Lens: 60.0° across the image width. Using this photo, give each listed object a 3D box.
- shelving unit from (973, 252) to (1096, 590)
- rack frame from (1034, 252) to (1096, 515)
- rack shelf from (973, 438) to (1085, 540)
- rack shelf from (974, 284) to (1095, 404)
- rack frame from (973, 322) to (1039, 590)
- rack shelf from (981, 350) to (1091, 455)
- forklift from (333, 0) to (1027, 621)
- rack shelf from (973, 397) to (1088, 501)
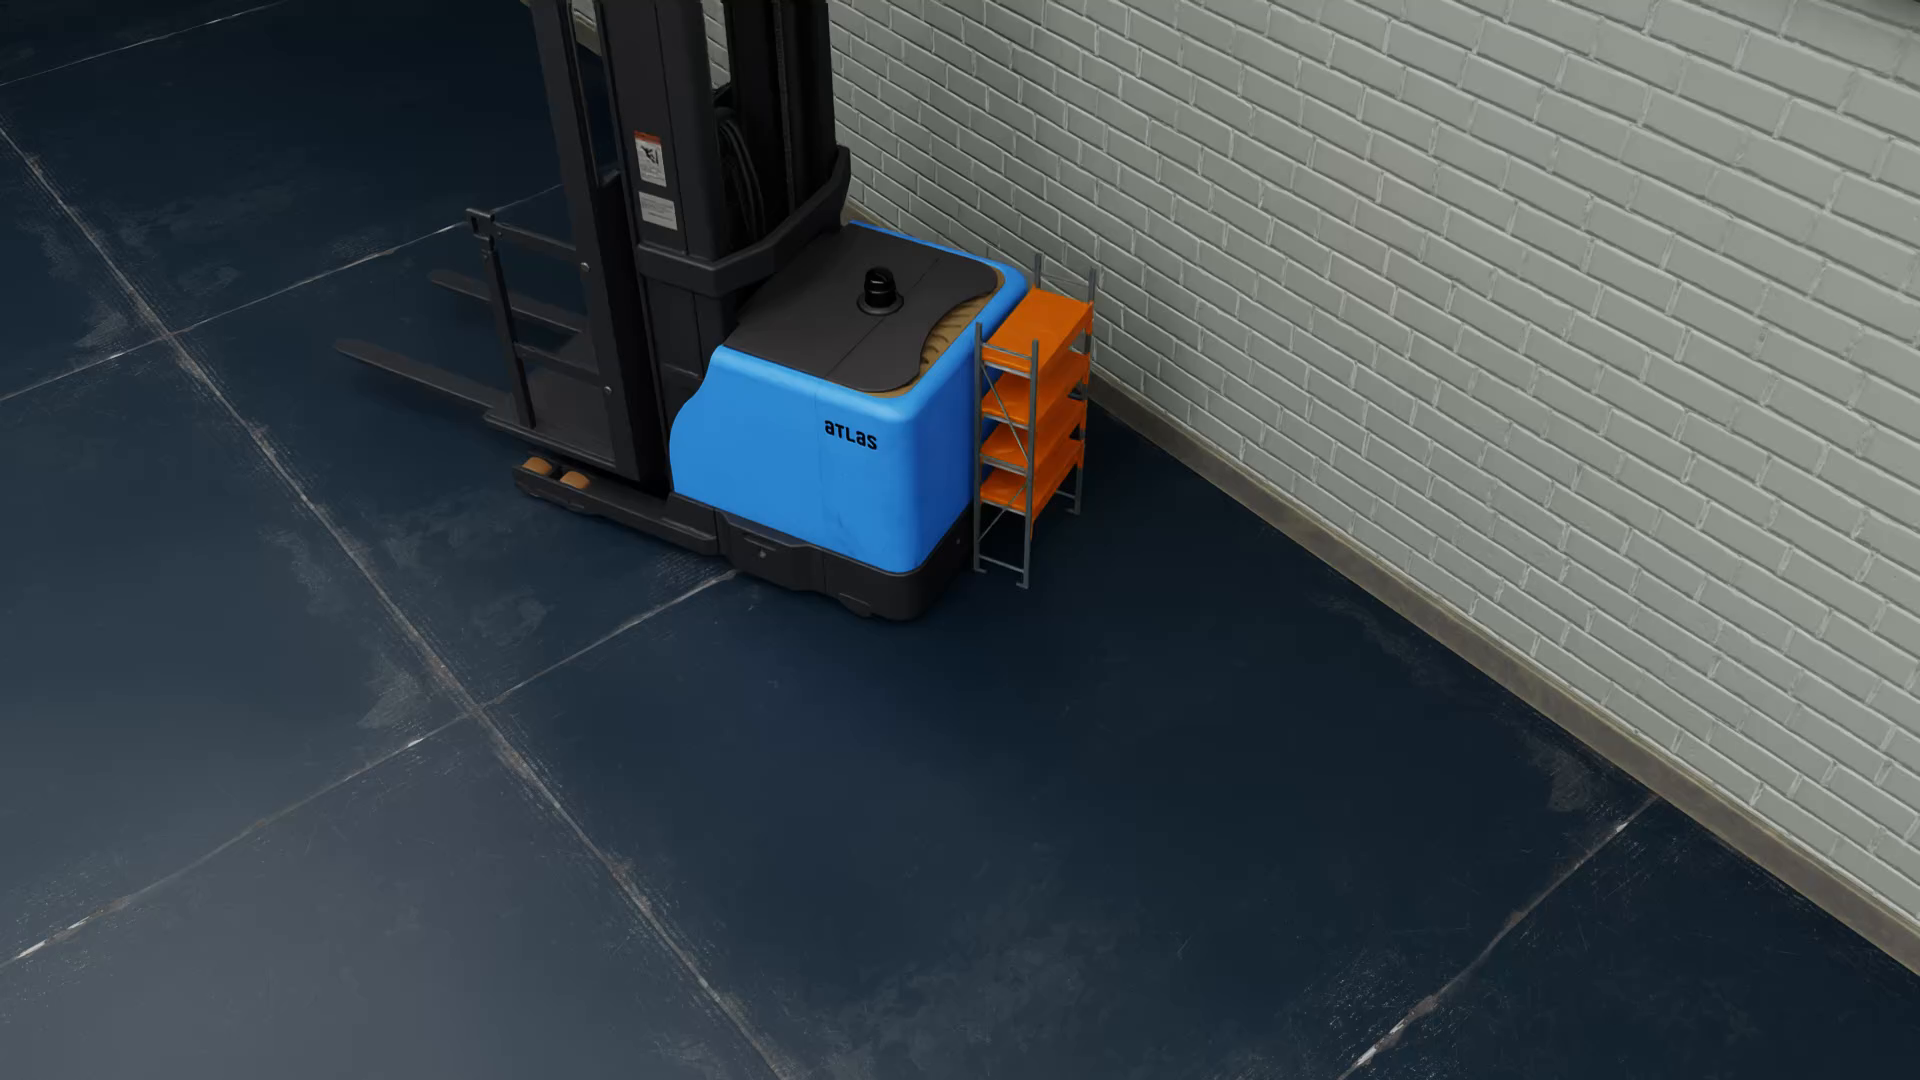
[{"bbox_3d":[0.274,-0.433,6.335,0.258,1.200,0.503,19,47,19],"label":"shelving unit"},{"bbox_3d":[0.386,-0.582,6.493,0.240,1.200,0.015,19,47,19],"label":"rack frame"},{"bbox_3d":[0.274,-0.239,6.517,0.258,0.148,0.480,19,47,19],"label":"rack shelf"},{"bbox_3d":[0.274,-0.720,6.066,0.258,0.148,0.480,19,47,19],"label":"rack shelf"},{"bbox_3d":[0.163,-0.285,6.177,0.240,1.200,0.015,19,47,19],"label":"rack frame"},{"bbox_3d":[0.274,-0.547,6.228,0.258,0.148,0.480,19,47,19],"label":"rack shelf"},{"bbox_3d":[-1.277,-1.484,6.189,3.031,2.935,1.130,20,47,20],"label":"forklift"},{"bbox_3d":[0.274,-0.384,6.381,0.258,0.148,0.480,19,47,19],"label":"rack shelf"}]
